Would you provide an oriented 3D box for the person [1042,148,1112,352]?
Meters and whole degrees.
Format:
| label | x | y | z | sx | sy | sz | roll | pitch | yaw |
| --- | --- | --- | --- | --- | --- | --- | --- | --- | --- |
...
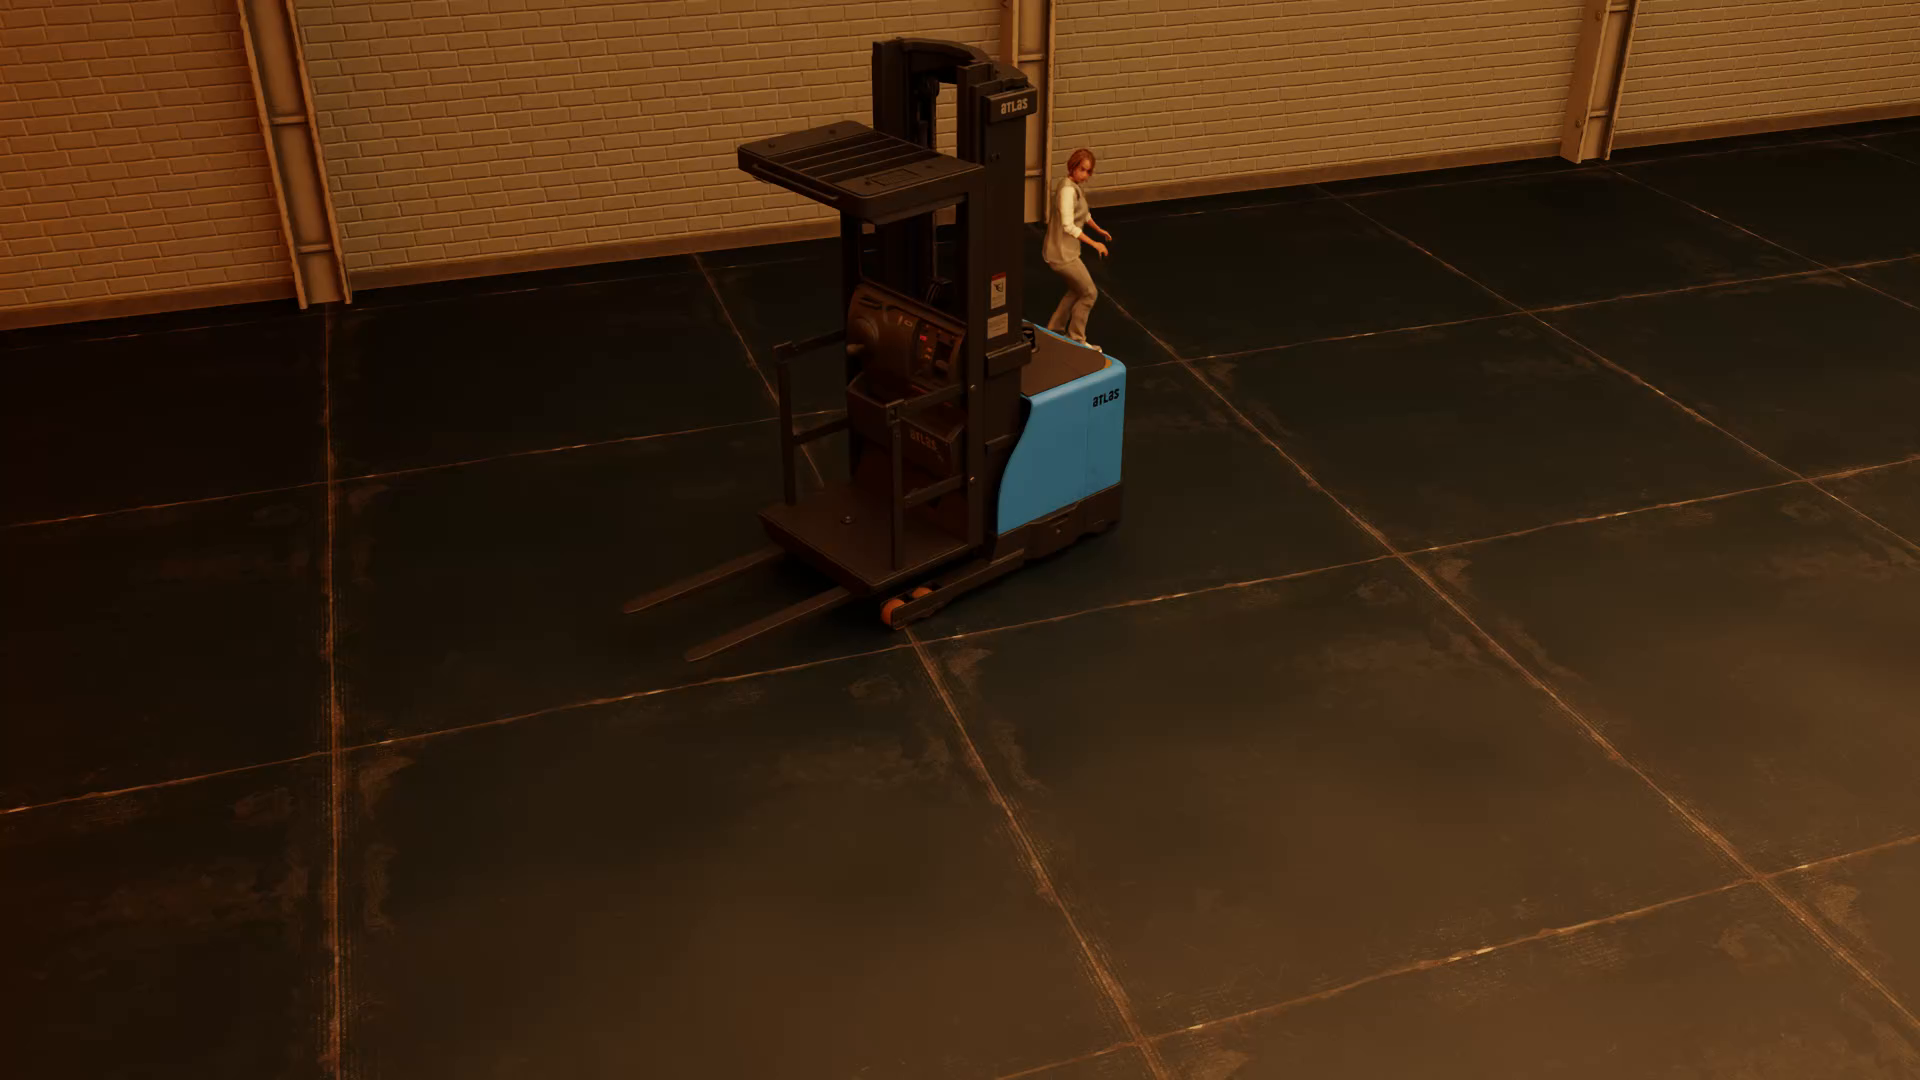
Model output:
| label | x | y | z | sx | sy | sz | roll | pitch | yaw |
| --- | --- | --- | --- | --- | --- | --- | --- | --- | --- |
| person | 0.868 | -2.083 | 12.146 | 0.538 | 1.547 | 0.660 | -1 | 30 | -1 |

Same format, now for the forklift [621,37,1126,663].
| label | x | y | z | sx | sy | sz | roll | pitch | yaw |
| --- | --- | --- | --- | --- | --- | --- | --- | --- | --- |
| forklift | -0.461 | -1.072 | 8.951 | 3.031 | 2.935 | 1.130 | -23 | 37 | -34 |
